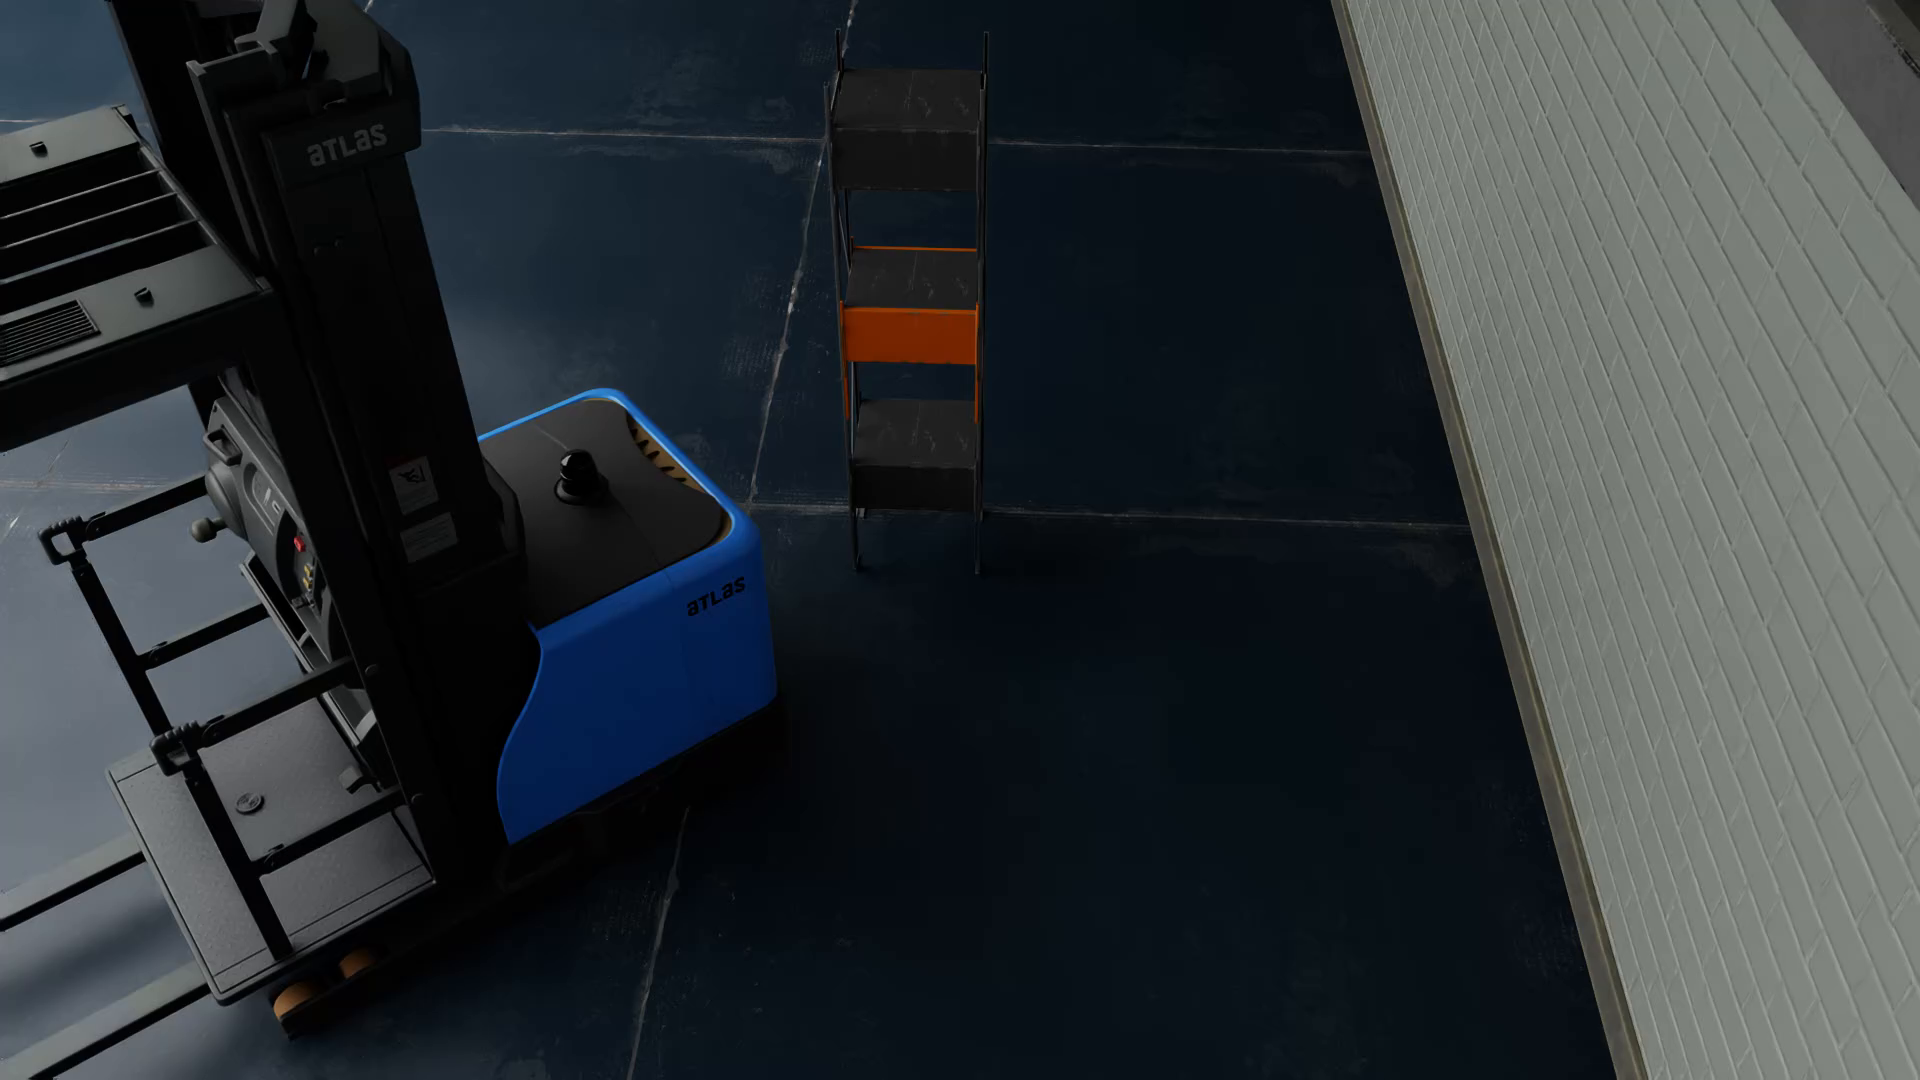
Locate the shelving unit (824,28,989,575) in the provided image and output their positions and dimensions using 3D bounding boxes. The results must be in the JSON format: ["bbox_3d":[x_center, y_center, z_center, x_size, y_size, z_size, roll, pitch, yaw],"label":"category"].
[{"bbox_3d":[-0.165,-0.773,6.040,0.503,2.100,0.431,2,43,2],"label":"shelving unit"}]

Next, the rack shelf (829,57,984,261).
[{"bbox_3d":[-0.165,-1.276,5.572,0.480,0.518,0.431,2,43,2],"label":"rack shelf"}]

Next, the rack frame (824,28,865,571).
[{"bbox_3d":[-0.409,-0.781,6.048,0.015,2.100,0.400,2,43,2],"label":"rack frame"}]

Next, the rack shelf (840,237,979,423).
[{"bbox_3d":[-0.165,-0.763,6.049,0.480,0.518,0.431,2,43,2],"label":"rack shelf"}]

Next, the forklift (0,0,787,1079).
[{"bbox_3d":[-2.092,0.033,4.564,3.031,2.935,1.130,-28,50,-26],"label":"forklift"}]

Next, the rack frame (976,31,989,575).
[{"bbox_3d":[0.078,-0.766,6.032,0.015,2.100,0.400,2,43,2],"label":"rack frame"}]

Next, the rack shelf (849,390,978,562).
[{"bbox_3d":[-0.165,-0.251,6.526,0.480,0.518,0.431,2,43,2],"label":"rack shelf"}]
